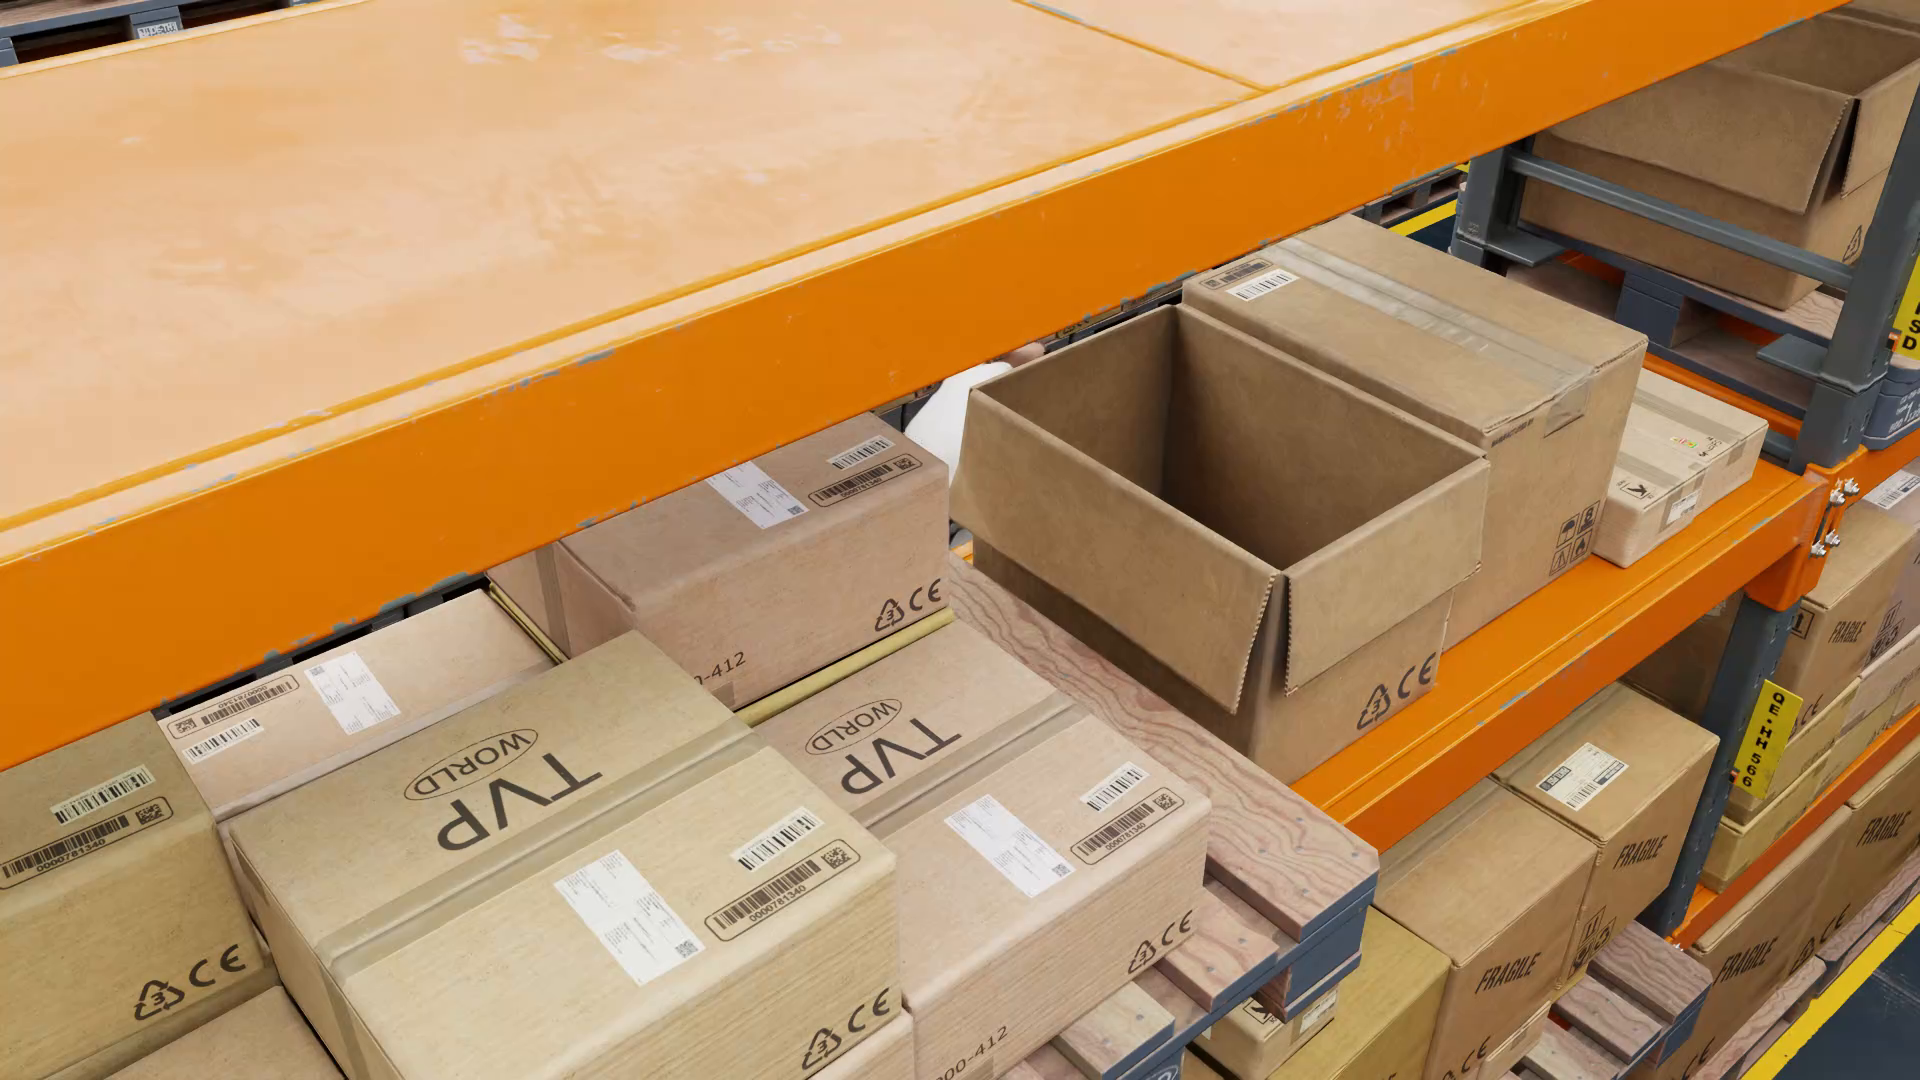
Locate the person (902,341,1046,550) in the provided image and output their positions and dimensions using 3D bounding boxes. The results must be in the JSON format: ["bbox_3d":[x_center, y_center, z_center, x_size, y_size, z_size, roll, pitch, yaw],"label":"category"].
[{"bbox_3d":[0.099,-0.388,7.877,0.950,1.000,0.584,-27,44,-33],"label":"person"}]
